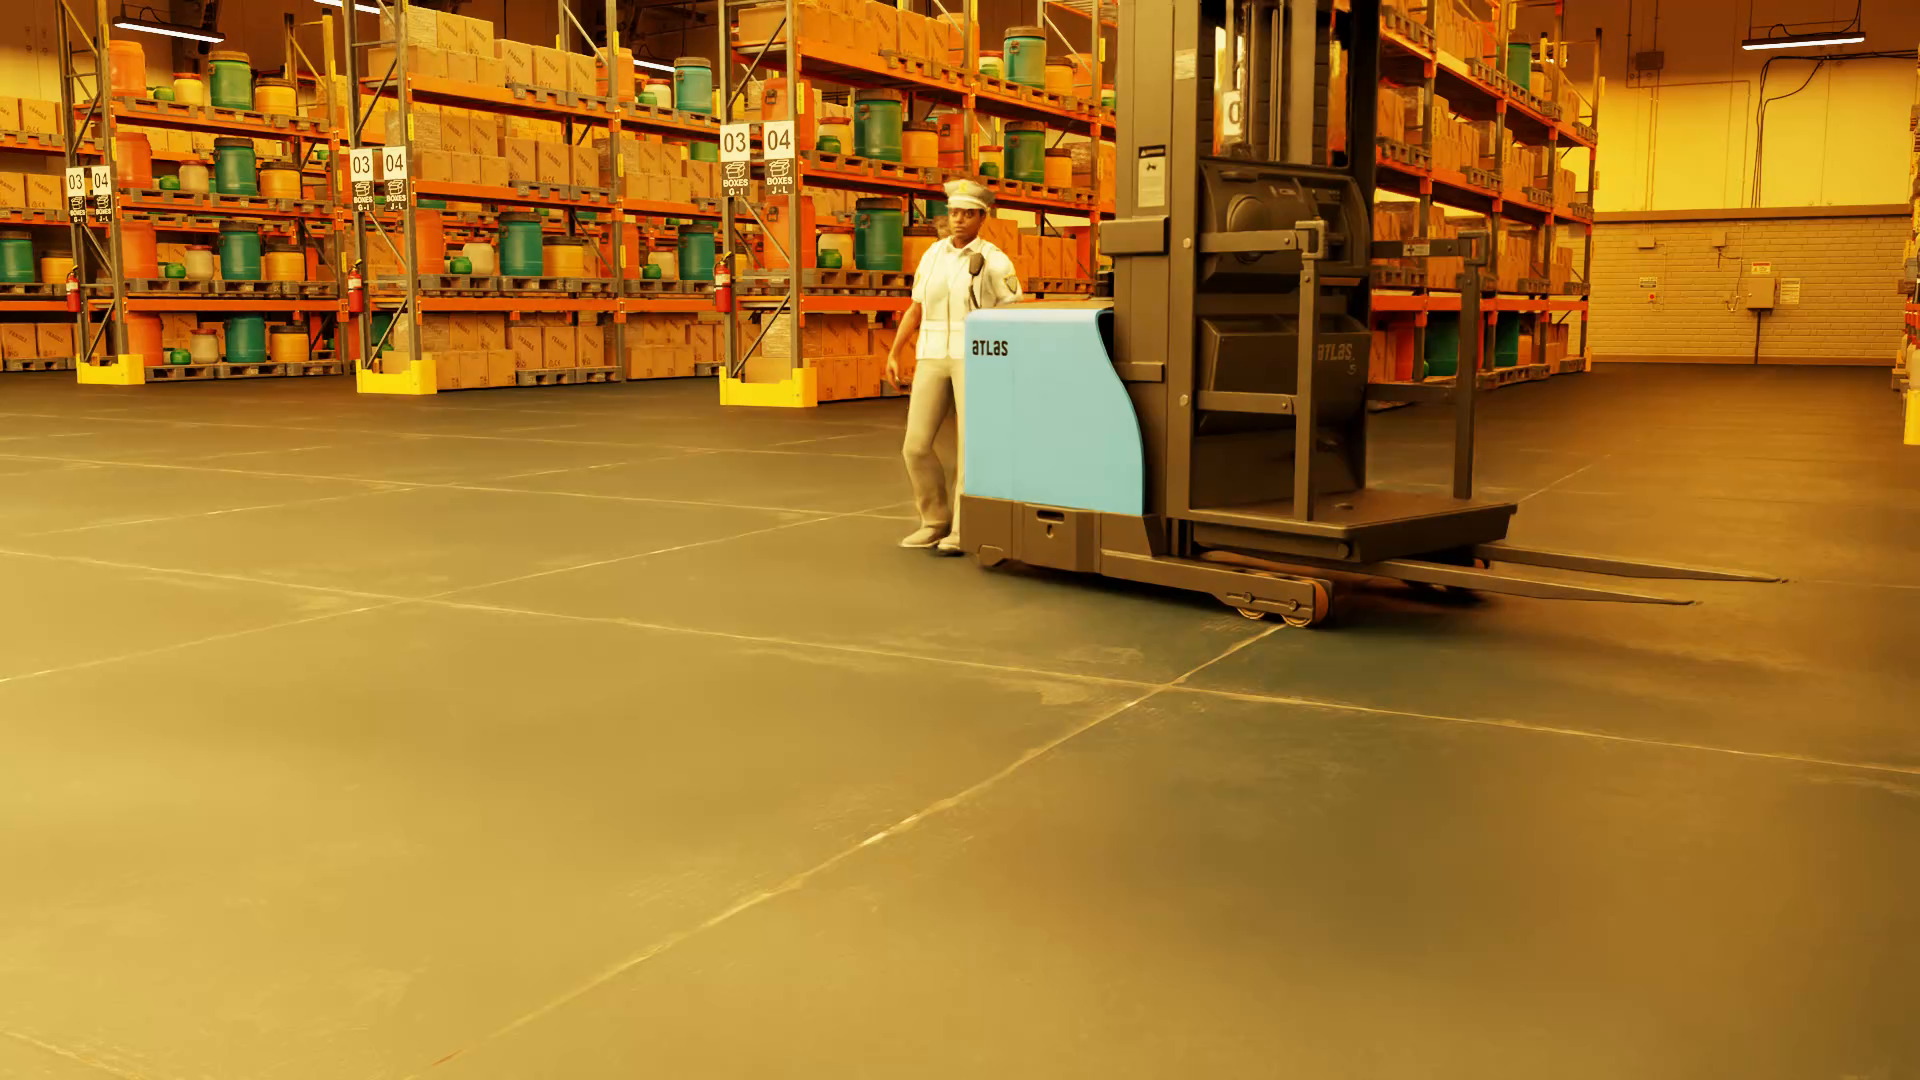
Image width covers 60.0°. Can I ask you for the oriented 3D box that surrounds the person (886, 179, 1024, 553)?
[{"bbox_3d":[-0.060,-0.771,7.431,0.660,1.648,0.613,3,8,20],"label":"person"}]

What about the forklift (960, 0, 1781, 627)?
[{"bbox_3d":[1.358,-1.232,6.022,1.130,2.935,3.031,-7,10,-41],"label":"forklift"}]
